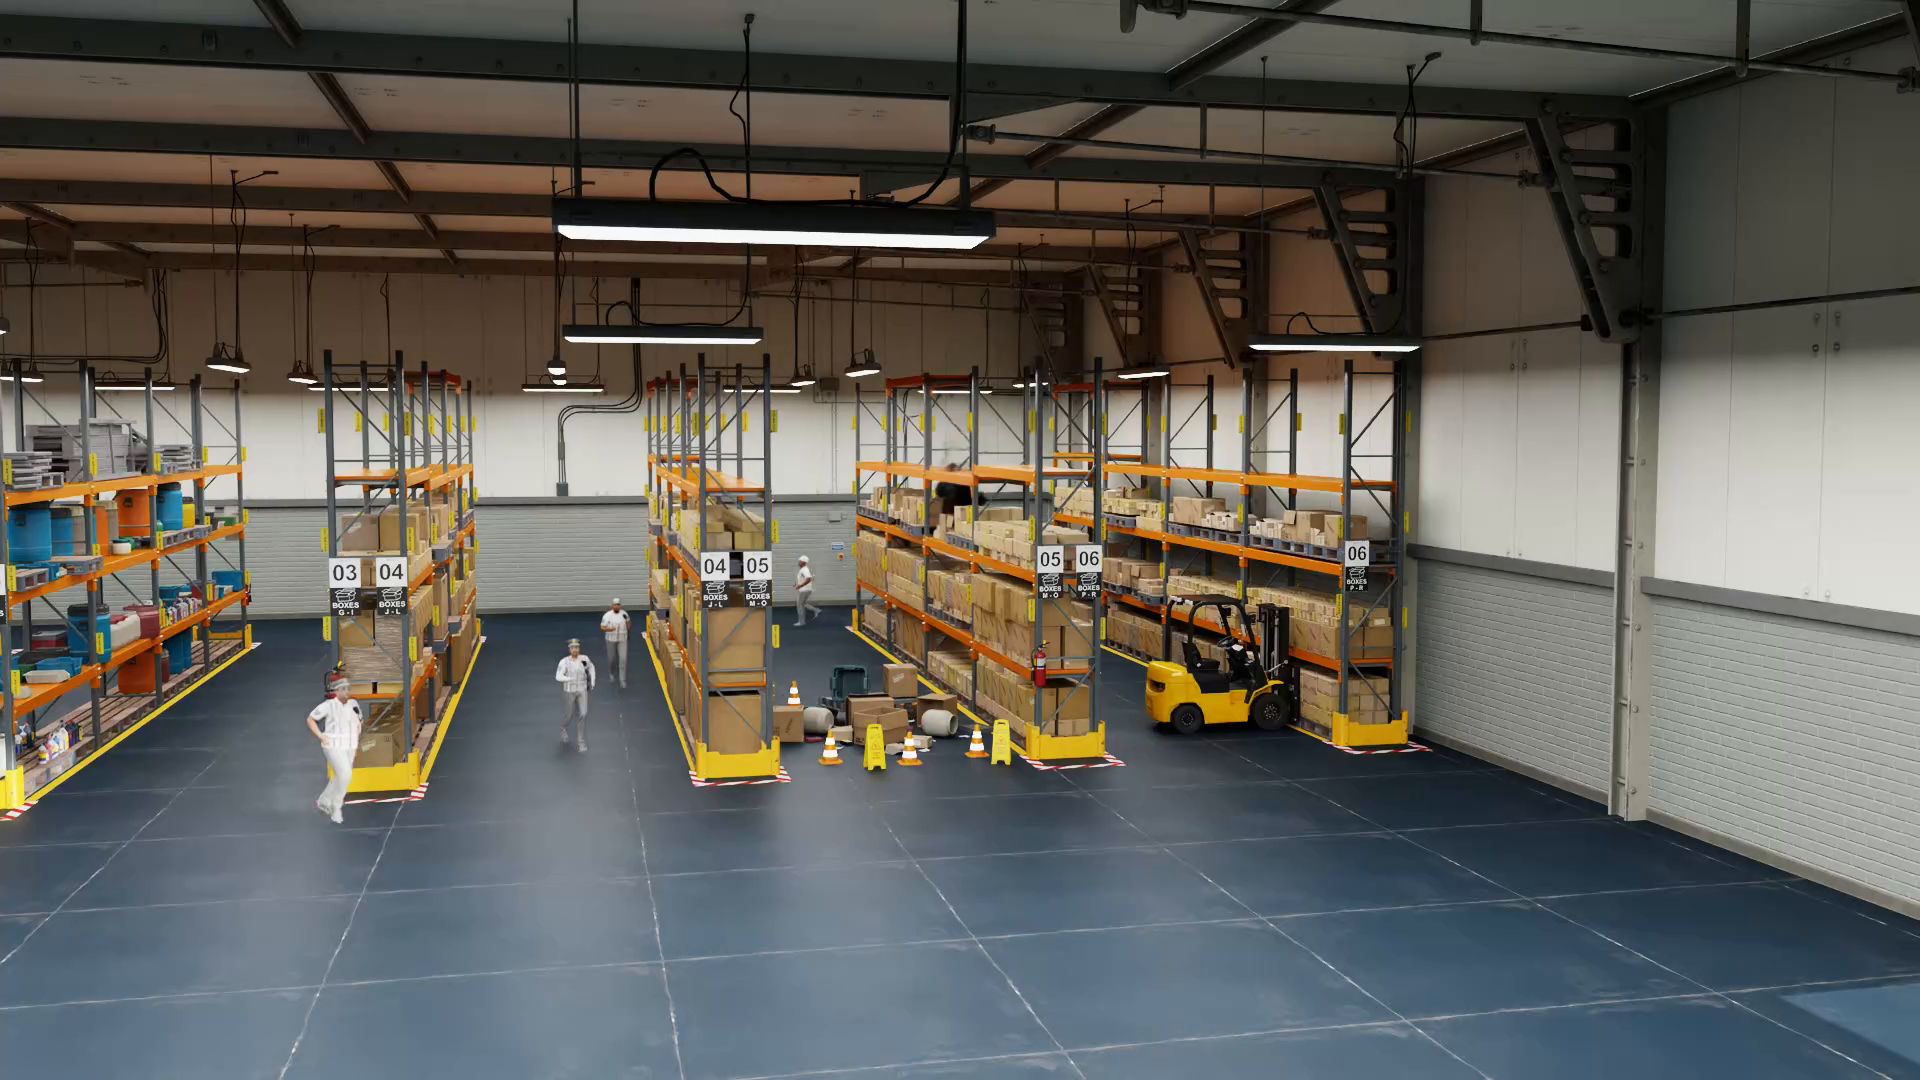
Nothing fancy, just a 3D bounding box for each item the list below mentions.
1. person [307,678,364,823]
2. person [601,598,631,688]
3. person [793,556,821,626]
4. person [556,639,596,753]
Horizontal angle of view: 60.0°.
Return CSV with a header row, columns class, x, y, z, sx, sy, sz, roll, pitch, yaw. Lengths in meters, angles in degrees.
class,x,y,z,sx,sy,sz,roll,pitch,yaw
person,-7.876,2.664,21.167,0.639,1.847,0.686,2,5,29
person,-6.547,1.939,31.735,0.608,1.665,0.880,-1,4,-20
person,-3.810,1.268,41.400,0.694,1.745,0.685,-1,4,-8
person,-5.944,2.370,25.722,0.621,1.737,0.891,-2,4,-21
